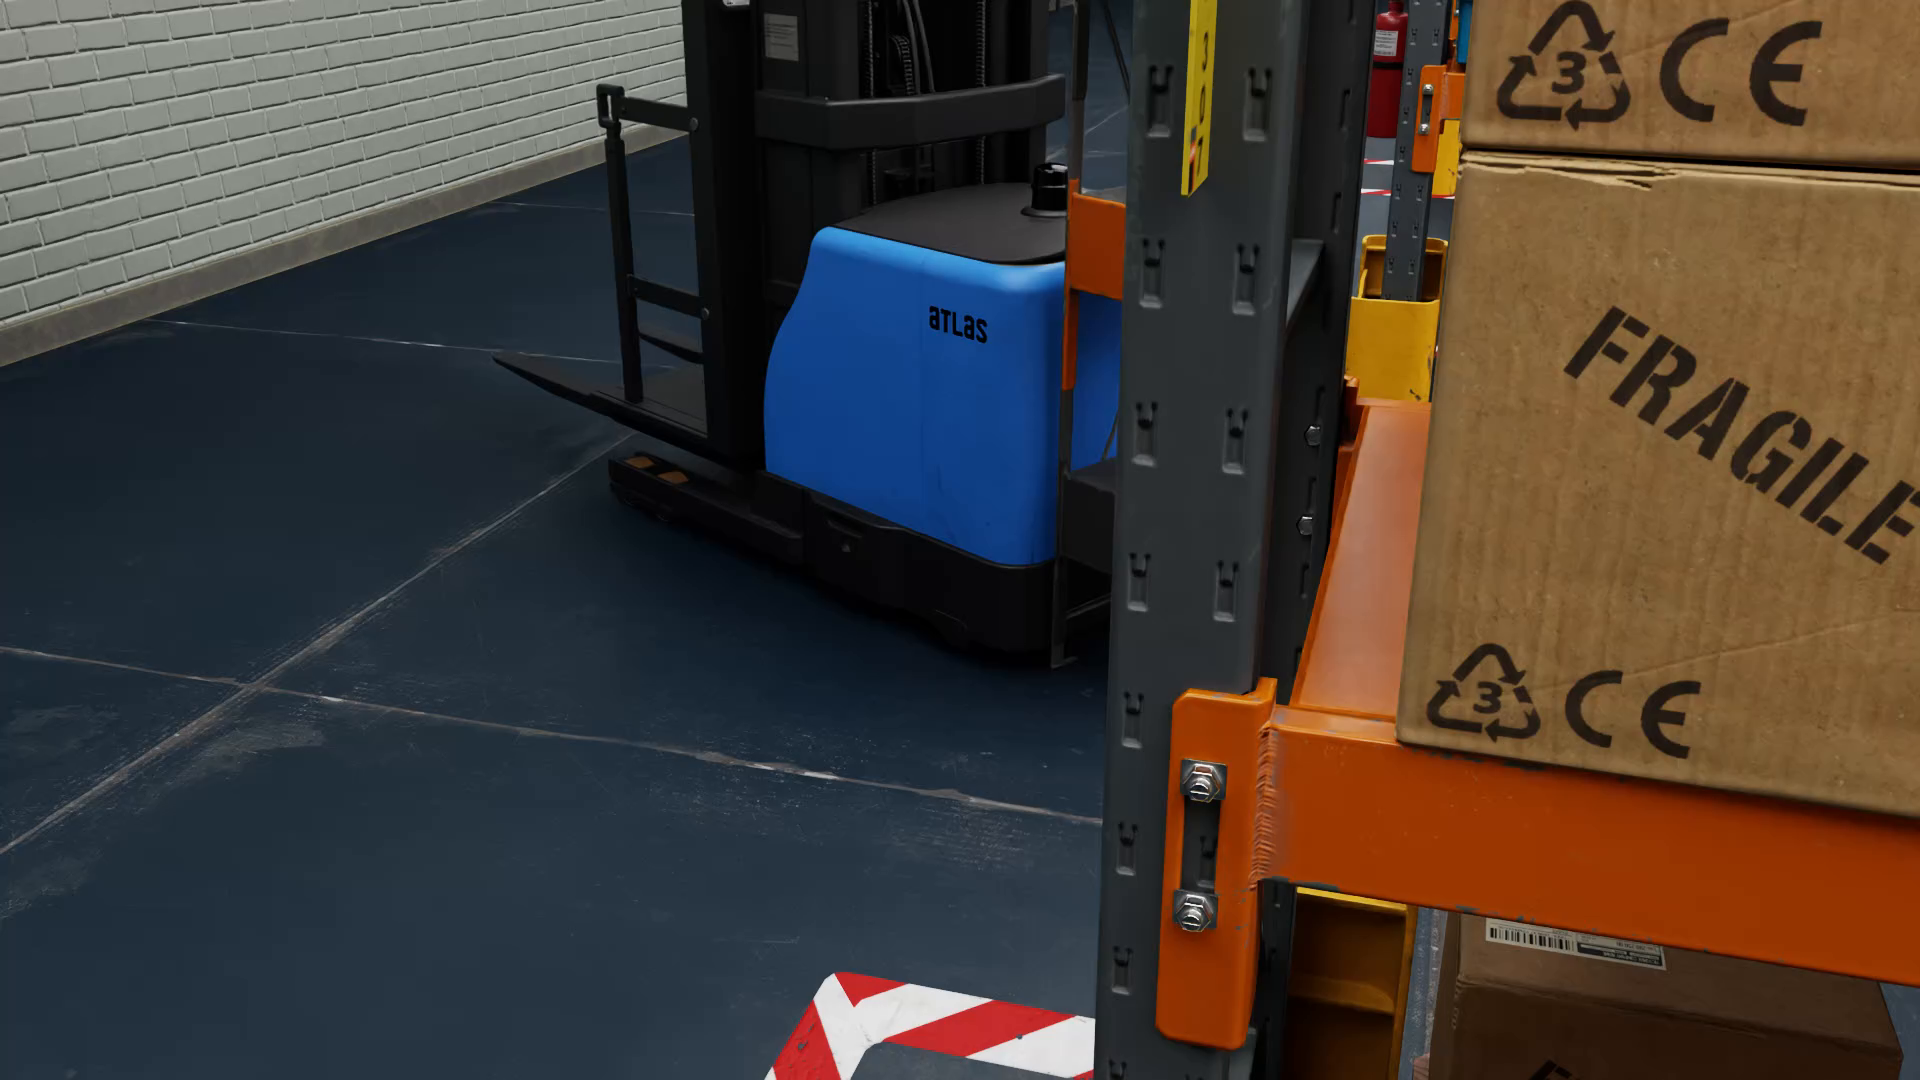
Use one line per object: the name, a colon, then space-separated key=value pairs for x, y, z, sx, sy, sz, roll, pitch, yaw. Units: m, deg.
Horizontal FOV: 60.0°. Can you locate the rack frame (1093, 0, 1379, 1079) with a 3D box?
rack frame: x=0.334 y=-0.213 z=1.837 sx=0.053 sy=2.616 sz=0.949 roll=7 pitch=23 yaw=16

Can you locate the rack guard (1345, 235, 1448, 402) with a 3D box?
rack guard: x=1.742 y=-0.855 z=6.696 sx=0.348 sy=0.500 sz=1.175 roll=7 pitch=23 yaw=16

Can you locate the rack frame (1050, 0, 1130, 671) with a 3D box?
rack frame: x=0.401 y=-0.674 z=4.128 sx=0.400 sy=2.100 sz=0.015 roll=-20 pitch=30 yaw=-39

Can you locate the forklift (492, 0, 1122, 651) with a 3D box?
forklift: x=-0.521 y=-1.532 z=5.143 sx=1.130 sy=2.935 sz=3.031 roll=-20 pitch=30 yaw=-40

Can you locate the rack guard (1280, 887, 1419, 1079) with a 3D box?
rack guard: x=0.407 y=0.950 z=2.294 sx=0.348 sy=0.500 sz=1.175 roll=7 pitch=23 yaw=16

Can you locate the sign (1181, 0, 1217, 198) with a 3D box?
sign: x=0.178 y=-0.418 z=1.195 sx=0.005 sy=0.325 sz=0.100 roll=7 pitch=23 yaw=16

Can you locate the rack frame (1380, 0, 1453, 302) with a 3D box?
rack frame: x=1.769 y=-2.014 z=6.227 sx=0.127 sy=3.000 sz=1.000 roll=7 pitch=23 yaw=16

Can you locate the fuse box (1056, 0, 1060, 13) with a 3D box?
fuse box: x=1.404 y=-8.175 z=22.944 sx=0.414 sy=1.711 sz=0.539 roll=7 pitch=23 yaw=16

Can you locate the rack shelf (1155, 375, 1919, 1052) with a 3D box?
rack shelf: x=2.249 y=0.338 z=1.442 sx=4.000 sy=0.370 sz=1.077 roll=7 pitch=23 yaw=16

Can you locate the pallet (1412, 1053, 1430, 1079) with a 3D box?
pallet: x=1.171 y=1.171 z=2.137 sx=1.213 sy=0.211 sz=1.003 roll=7 pitch=23 yaw=16

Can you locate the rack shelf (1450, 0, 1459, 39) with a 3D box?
rack shelf: x=5.114 y=-3.261 z=10.216 sx=4.000 sy=0.370 sz=1.077 roll=7 pitch=23 yaw=16

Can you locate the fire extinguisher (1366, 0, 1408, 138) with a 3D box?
fire extinguisher: x=1.756 y=-1.987 z=6.755 sx=0.183 sy=0.674 sz=0.296 roll=7 pitch=23 yaw=16

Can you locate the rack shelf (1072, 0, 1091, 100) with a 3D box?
rack shelf: x=0.574 y=-1.236 z=3.698 sx=0.431 sy=0.518 sz=0.480 roll=-20 pitch=30 yaw=-39

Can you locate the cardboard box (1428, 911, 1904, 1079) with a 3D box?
cardboard box: x=0.926 y=0.709 z=2.304 sx=0.500 sy=0.500 sz=0.500 roll=7 pitch=23 yaw=16

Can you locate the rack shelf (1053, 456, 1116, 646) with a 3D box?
rack shelf: x=0.561 y=0.054 z=4.242 sx=0.431 sy=0.518 sz=0.480 roll=-20 pitch=30 yaw=-39

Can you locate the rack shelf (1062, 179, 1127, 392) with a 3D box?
rack shelf: x=0.568 y=-0.591 z=3.970 sx=0.431 sy=0.518 sz=0.480 roll=-20 pitch=30 yaw=-39

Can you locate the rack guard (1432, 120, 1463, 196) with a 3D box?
rack guard: x=3.177 y=-2.659 z=11.095 sx=0.348 sy=0.500 sz=1.175 roll=7 pitch=23 yaw=16

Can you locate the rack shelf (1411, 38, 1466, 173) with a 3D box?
rack shelf: x=3.684 y=-1.462 z=5.829 sx=4.000 sy=0.370 sz=1.077 roll=7 pitch=23 yaw=16

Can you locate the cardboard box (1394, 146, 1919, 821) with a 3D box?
cardboard box: x=0.683 y=-0.116 z=1.469 sx=0.500 sy=0.500 sz=0.500 roll=7 pitch=23 yaw=17

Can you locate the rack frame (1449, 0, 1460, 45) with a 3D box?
rack frame: x=3.200 y=-3.813 z=10.614 sx=0.127 sy=3.000 sz=1.000 roll=7 pitch=23 yaw=16

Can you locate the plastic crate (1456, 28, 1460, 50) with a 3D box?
plastic crate: x=2.143 y=-2.089 z=6.284 sx=0.499 sy=0.435 sz=0.616 roll=7 pitch=23 yaw=16

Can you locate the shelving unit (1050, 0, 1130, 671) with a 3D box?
shelving unit: x=0.568 y=-0.603 z=3.965 sx=0.431 sy=2.100 sz=0.503 roll=-20 pitch=30 yaw=-39

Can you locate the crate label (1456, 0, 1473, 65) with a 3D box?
crate label: x=1.910 y=-1.817 z=5.889 sx=0.303 sy=0.233 sz=0.416 roll=7 pitch=23 yaw=16

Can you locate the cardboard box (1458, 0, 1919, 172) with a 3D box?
cardboard box: x=0.683 y=-0.579 z=1.279 sx=0.500 sy=0.500 sz=0.500 roll=7 pitch=23 yaw=17
